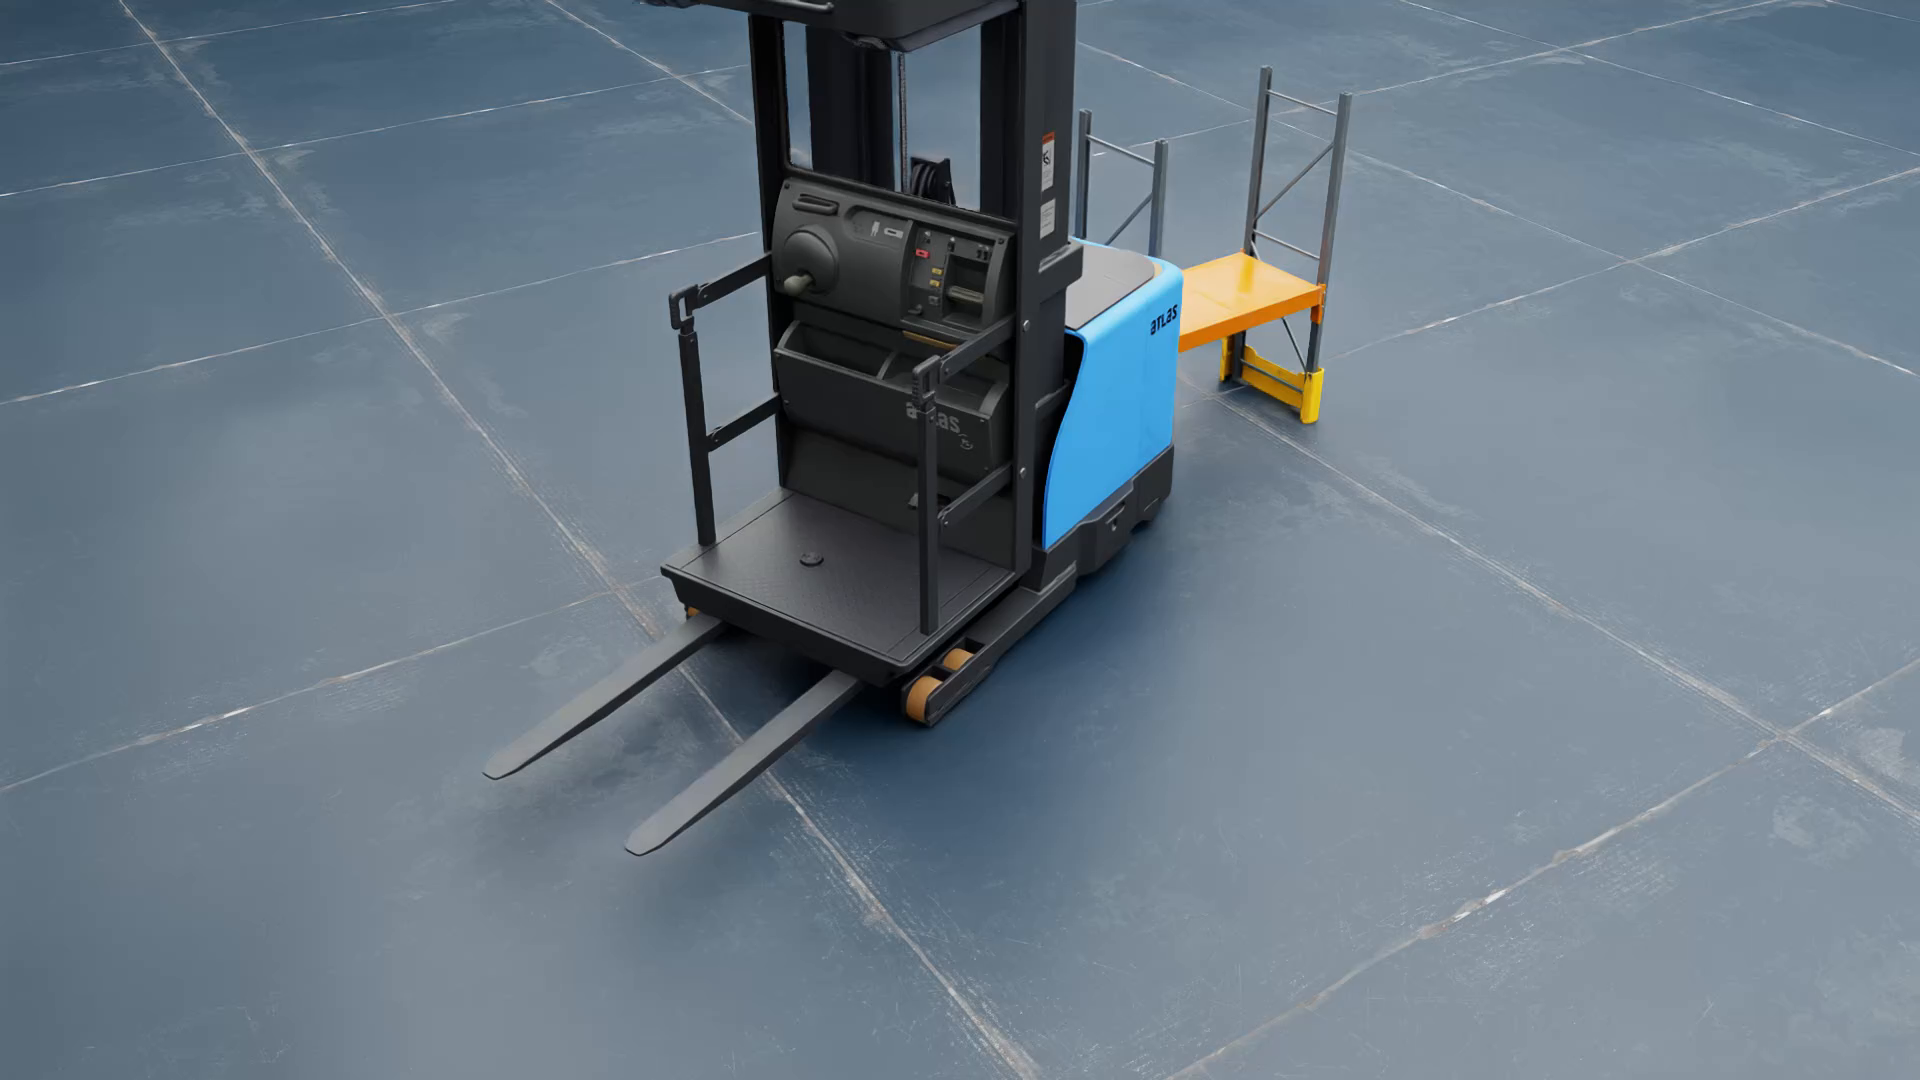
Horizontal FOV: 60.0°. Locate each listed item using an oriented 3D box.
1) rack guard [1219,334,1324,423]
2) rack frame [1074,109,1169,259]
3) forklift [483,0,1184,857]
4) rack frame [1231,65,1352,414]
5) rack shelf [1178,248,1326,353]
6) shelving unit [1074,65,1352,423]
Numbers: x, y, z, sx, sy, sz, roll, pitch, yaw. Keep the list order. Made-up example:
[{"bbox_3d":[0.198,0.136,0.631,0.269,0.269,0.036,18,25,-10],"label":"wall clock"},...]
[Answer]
[{"bbox_3d":[1.444,-0.774,7.742,0.087,0.250,0.587,-21,38,-30],"label":"rack guard"},{"bbox_3d":[0.638,-0.988,6.911,0.032,1.500,0.500,-21,38,-30],"label":"rack frame"},{"bbox_3d":[-0.364,-0.894,5.420,1.130,2.935,3.031,20,37,28],"label":"forklift"},{"bbox_3d":[1.459,-1.308,7.418,0.032,1.500,0.500,-21,38,-30],"label":"rack frame"},{"bbox_3d":[1.049,-0.996,7.261,1.000,0.185,0.538,-21,38,-30],"label":"rack shelf"},{"bbox_3d":[1.042,-1.145,7.160,1.083,1.500,0.587,-21,38,-30],"label":"shelving unit"}]
